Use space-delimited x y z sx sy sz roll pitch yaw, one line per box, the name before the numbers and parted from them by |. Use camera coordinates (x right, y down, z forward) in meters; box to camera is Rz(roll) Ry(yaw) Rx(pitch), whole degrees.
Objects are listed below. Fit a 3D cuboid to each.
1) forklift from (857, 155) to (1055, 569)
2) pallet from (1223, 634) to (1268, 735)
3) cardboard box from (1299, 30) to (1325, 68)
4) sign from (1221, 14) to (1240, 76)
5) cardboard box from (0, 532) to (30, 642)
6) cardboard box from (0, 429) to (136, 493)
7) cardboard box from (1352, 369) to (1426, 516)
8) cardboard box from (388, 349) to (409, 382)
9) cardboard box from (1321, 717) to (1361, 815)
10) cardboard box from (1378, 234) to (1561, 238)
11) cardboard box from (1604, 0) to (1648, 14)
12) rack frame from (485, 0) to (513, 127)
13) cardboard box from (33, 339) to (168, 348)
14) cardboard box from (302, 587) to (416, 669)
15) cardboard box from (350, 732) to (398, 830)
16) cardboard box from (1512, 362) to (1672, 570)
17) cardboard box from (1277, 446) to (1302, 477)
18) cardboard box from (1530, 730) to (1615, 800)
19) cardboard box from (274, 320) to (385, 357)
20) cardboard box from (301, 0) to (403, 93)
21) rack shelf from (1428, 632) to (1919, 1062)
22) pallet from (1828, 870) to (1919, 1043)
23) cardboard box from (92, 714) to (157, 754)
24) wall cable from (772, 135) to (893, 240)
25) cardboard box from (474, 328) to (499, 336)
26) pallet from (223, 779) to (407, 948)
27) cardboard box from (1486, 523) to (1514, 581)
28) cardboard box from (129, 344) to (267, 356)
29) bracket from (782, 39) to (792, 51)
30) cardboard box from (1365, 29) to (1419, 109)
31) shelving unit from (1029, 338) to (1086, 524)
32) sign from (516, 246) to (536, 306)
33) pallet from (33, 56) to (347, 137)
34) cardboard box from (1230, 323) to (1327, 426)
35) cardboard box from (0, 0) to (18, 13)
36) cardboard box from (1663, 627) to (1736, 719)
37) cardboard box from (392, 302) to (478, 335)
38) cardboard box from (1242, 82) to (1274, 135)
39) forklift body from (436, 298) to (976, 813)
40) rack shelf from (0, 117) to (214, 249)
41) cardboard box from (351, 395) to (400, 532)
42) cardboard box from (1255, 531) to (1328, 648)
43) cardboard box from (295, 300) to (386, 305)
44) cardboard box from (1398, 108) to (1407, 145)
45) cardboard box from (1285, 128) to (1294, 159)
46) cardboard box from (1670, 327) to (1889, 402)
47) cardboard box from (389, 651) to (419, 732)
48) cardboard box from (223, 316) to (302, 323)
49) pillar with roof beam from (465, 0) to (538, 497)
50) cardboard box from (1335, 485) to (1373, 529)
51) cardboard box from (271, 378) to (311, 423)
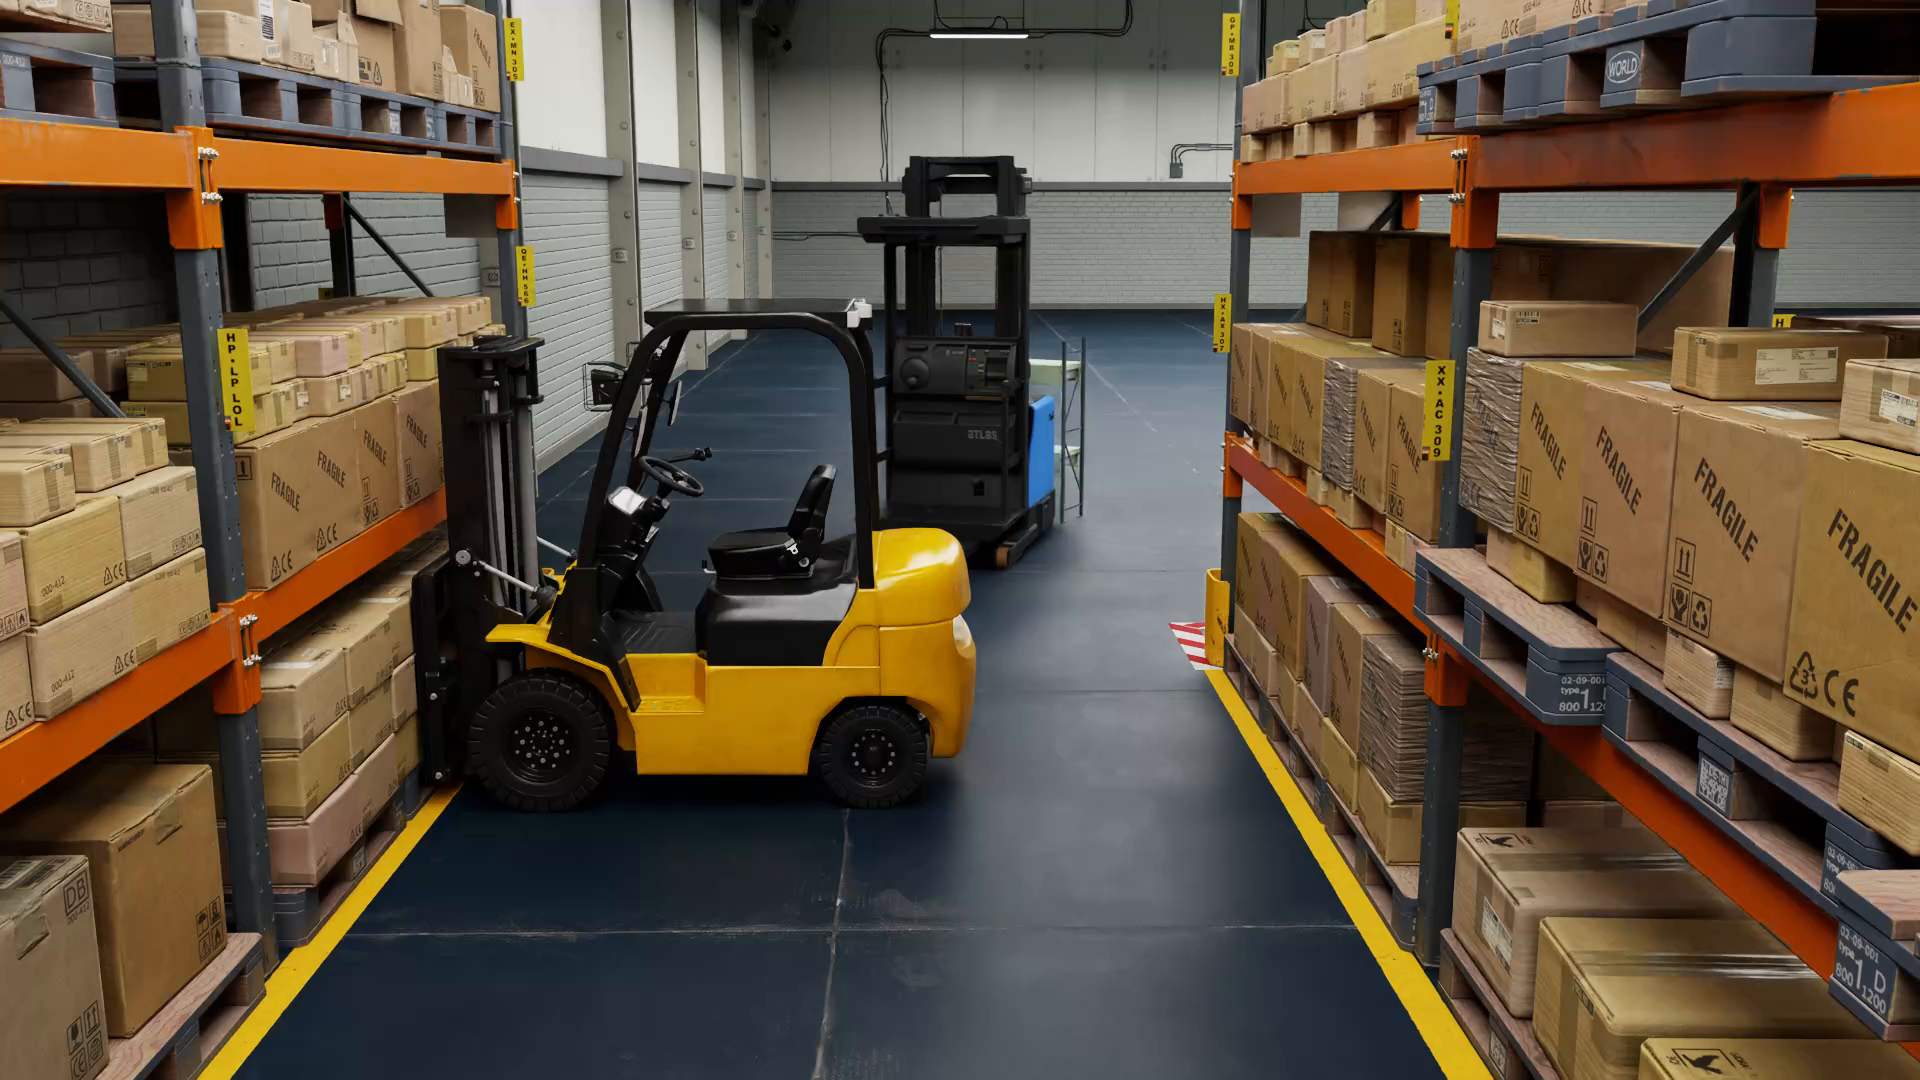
forklift | -0.091 -1.307 12.132 1.130 2.935 3.031 3 12 14
pallet | 2.001 0.748 8.839 1.003 0.211 1.213 0 11 -1
cardboard box | 1.741 -2.210 7.489 0.380 0.149 0.250 0 11 0
sign | 1.476 -2.691 9.037 0.100 0.325 0.005 0 11 -1
cardboard box | -2.573 0.150 3.894 0.500 0.250 0.500 0 11 0
cardboard box | -2.609 -0.227 4.752 0.380 0.149 0.250 0 11 -2
cardboard box | 1.826 -0.384 6.409 0.500 0.500 0.500 0 11 1
cardboard box | -2.691 -0.768 7.417 0.380 0.149 0.250 0 11 -2
cardboard box | 1.799 0.920 6.841 0.500 0.250 0.500 -1 11 -3
cardboard box | 2.363 -1.177 7.804 0.700 0.500 0.500 0 11 -2
cardboard box | 1.756 -1.283 3.618 0.500 0.250 0.500 0 11 -2
rack frame | -2.944 -3.714 8.732 1.000 3.000 0.127 0 11 -1
cardboard box | -3.153 -0.656 6.118 0.380 0.149 0.250 0 11 -2
cardboard box | -2.580 0.375 7.010 0.500 0.250 0.500 0 11 1
cardboard box | -2.567 0.965 6.619 0.500 0.250 0.500 0 11 -2
cardboard box | 1.835 -0.206 4.476 0.500 0.500 0.500 0 11 -1
cardboard box | 1.760 -0.398 8.110 0.380 0.149 0.250 0 11 0
cardboard box | 2.359 0.656 6.254 0.500 0.500 0.500 0 11 2
cardboard box | -2.700 -0.861 7.128 0.380 0.149 0.250 0 11 -1
cardboard box | -2.796 -2.142 6.960 0.797 0.503 0.637 0 11 1
rack shelf | 2.142 0.750 3.625 1.077 0.370 4.000 0 11 -1
pallet | 2.062 0.748 2.309 1.213 0.211 1.003 0 11 -1
cardboard box | -3.065 0.576 6.020 0.500 0.250 0.500 0 11 0
wall cable | -3.190 -8.604 40.649 3.097 2.526 0.112 0 11 -1
cardboard box | -2.622 -1.022 8.670 0.380 0.149 0.250 0 11 0
pallet | -2.836 1.230 6.467 1.003 0.211 1.213 0 11 -1
cardboard box | 1.796 0.029 4.949 0.380 0.149 0.250 0 11 0
cardboard box | -2.685 -0.607 5.878 0.380 0.149 0.250 0 11 0
bracket | -4.154 -11.854 39.805 0.235 0.232 0.430 0 11 -1
cardboard box | 1.811 -1.729 6.123 0.500 0.250 0.500 0 11 -2
shelving unit | 0.617 -0.942 13.928 0.755 1.500 0.431 6 13 29
sign | -2.402 -1.457 9.187 0.100 0.325 0.005 0 11 -1
pallet | -2.905 -1.575 5.955 1.003 0.211 1.213 0 11 -1
cardboard box | 1.751 -0.894 8.924 0.500 0.500 0.500 0 11 -2
cardboard box | -2.535 -1.363 4.013 0.380 0.149 0.250 0 11 -1
cardboard box | 1.796 0.288 3.671 0.380 0.149 0.250 0 11 1
cardboard box | -2.658 -1.115 8.381 0.380 0.149 0.250 0 11 0
cardboard box | 1.762 -2.236 8.622 0.500 0.250 0.500 0 11 -2
forklift body | -1.081 0.012 7.592 2.313 2.155 1.214 0 11 -1
rack shelf | -2.820 -0.699 3.223 1.077 0.370 4.000 0 11 -1
cardboard box | -2.649 -0.321 6.846 0.500 0.500 0.500 0 11 -2
cardboard box | 1.775 0.249 8.258 0.500 0.500 0.500 -1 11 -3
cardboard box | -3.208 -1.166 8.629 0.380 0.149 0.250 0 11 1
cardboard box | 1.885 -1.560 6.292 0.380 0.149 0.250 -1 11 -3
cardboard box | 1.796 -1.921 8.070 0.380 0.149 0.250 0 11 -2
cardboard box | 1.882 -0.408 3.837 0.380 0.149 0.250 0 11 2
cardboard box | -2.574 0.621 7.058 0.500 0.250 0.500 0 11 -2
cardboard box | -3.148 -0.911 7.375 0.380 0.149 0.250 0 11 -1
pillar with roof beam | 0.349 -4.782 13.998 9.100 9.000 0.400 0 11 -1
cardboard box | 1.765 -0.141 6.843 0.380 0.149 0.250 0 11 -2
cardboard box | -2.645 -0.513 6.161 0.380 0.149 0.250 0 11 -1
